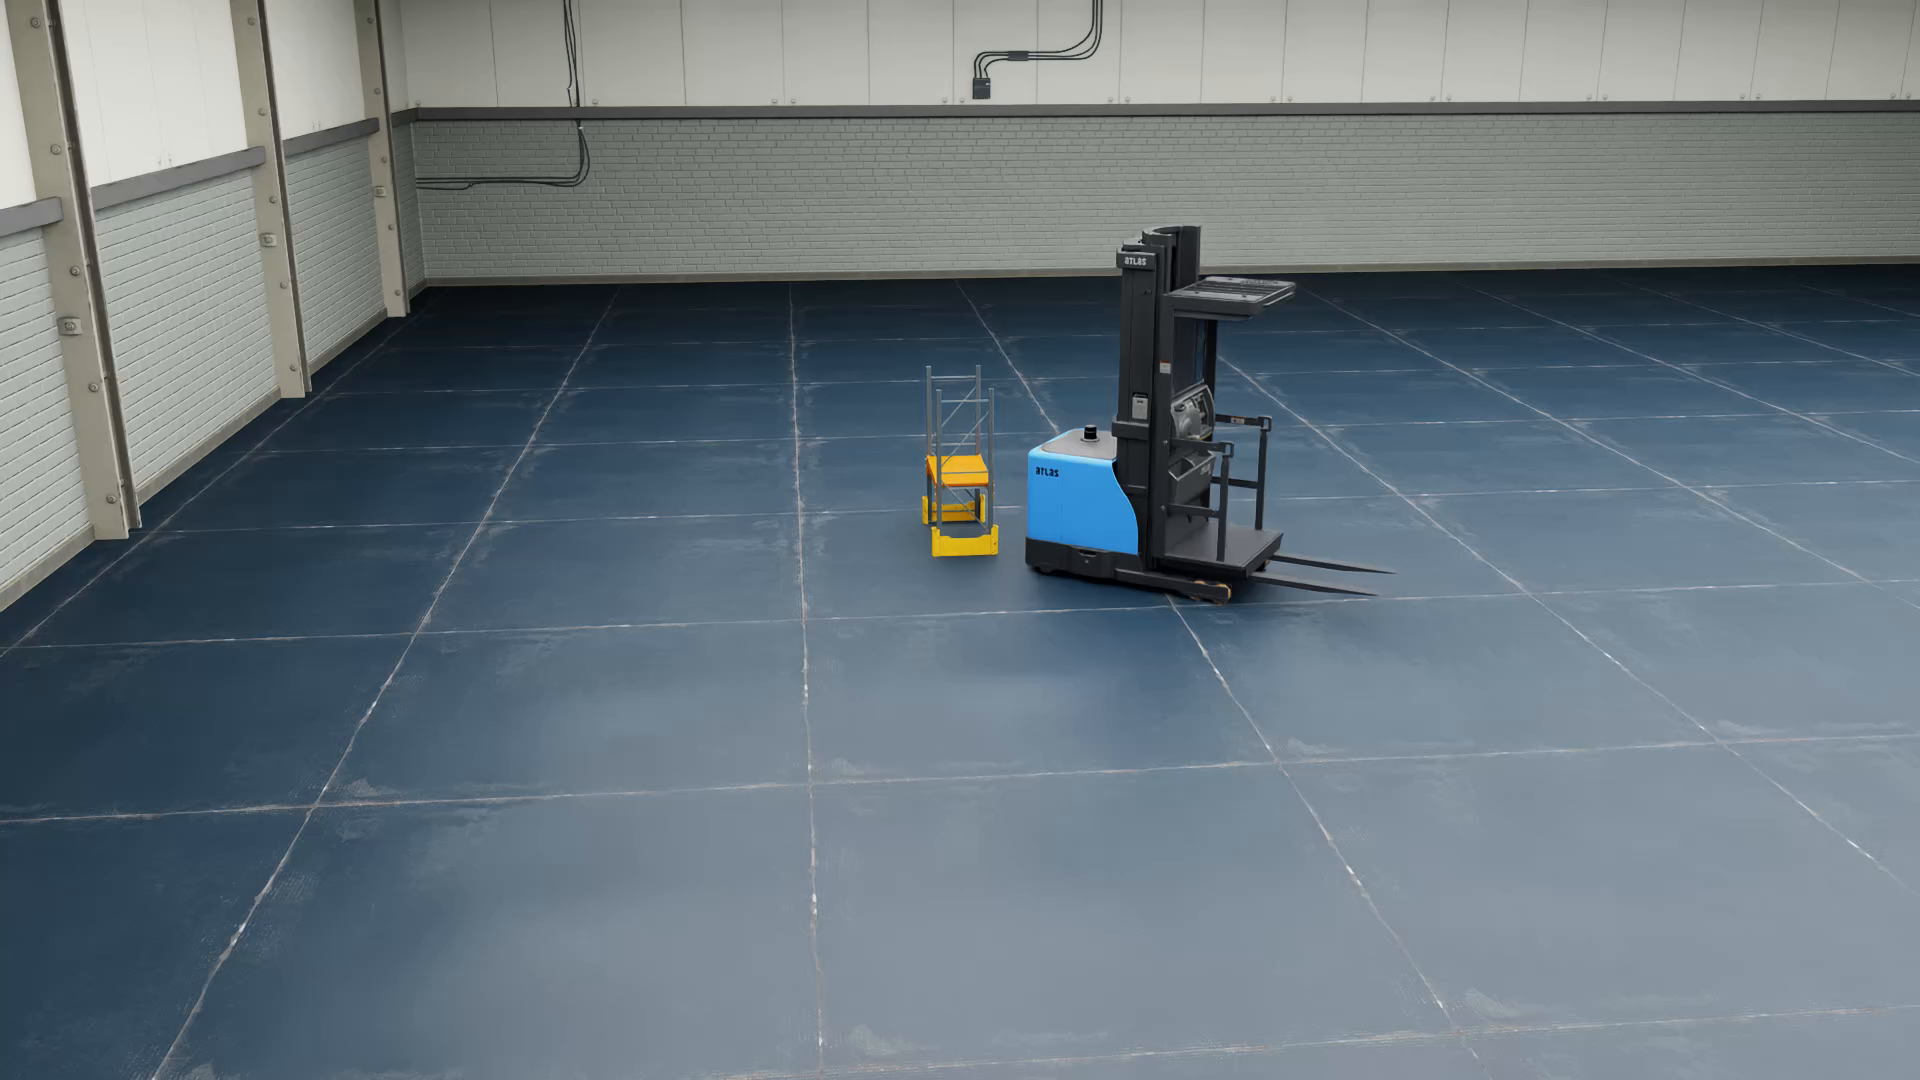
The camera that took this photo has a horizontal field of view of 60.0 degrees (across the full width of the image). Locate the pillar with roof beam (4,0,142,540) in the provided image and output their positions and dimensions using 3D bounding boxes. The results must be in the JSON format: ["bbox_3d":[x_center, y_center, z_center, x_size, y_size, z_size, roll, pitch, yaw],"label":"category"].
[{"bbox_3d":[-3.553,-4.492,14.535,9.100,9.000,0.400,-2,18,-6],"label":"pillar with roof beam"}]

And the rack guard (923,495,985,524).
[{"bbox_3d":[-0.059,-0.290,15.758,0.587,0.250,0.087,-2,18,-6],"label":"rack guard"}]

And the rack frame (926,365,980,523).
[{"bbox_3d":[-0.061,-0.892,15.589,0.500,1.500,0.032,-2,18,-6],"label":"rack frame"}]

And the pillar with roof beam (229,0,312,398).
[{"bbox_3d":[-4.172,-6.280,20.229,9.100,9.000,0.400,-2,18,-6],"label":"pillar with roof beam"}]

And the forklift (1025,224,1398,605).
[{"bbox_3d":[2.111,-1.053,13.711,3.031,2.935,1.130,9,20,26],"label":"forklift"}]

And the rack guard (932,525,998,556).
[{"bbox_3d":[0.044,0.006,14.812,0.587,0.250,0.087,-2,18,-6],"label":"rack guard"}]

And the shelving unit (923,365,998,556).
[{"bbox_3d":[-0.008,-0.738,15.098,0.587,1.500,1.083,-2,18,-6],"label":"shelving unit"}]

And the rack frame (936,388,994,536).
[{"bbox_3d":[0.044,-0.590,14.624,0.500,1.500,0.032,-2,18,-6],"label":"rack frame"}]

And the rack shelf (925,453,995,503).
[{"bbox_3d":[-0.009,-0.569,15.160,0.538,0.185,1.000,-2,18,-6],"label":"rack shelf"}]

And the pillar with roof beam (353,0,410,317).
[{"bbox_3d":[-4.791,-8.067,25.923,9.100,9.000,0.400,-2,18,-6],"label":"pillar with roof beam"}]

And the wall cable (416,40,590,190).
[{"bbox_3d":[-8.062,-7.371,28.890,3.097,2.526,0.112,-2,18,-6],"label":"wall cable"}]

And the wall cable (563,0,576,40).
[{"bbox_3d":[-5.371,-9.865,28.400,3.097,2.526,0.112,-2,18,-6],"label":"wall cable"}]

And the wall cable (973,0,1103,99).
[{"bbox_3d":[1.383,-10.764,28.835,2.305,6.003,0.169,-2,18,-6],"label":"wall cable"}]
